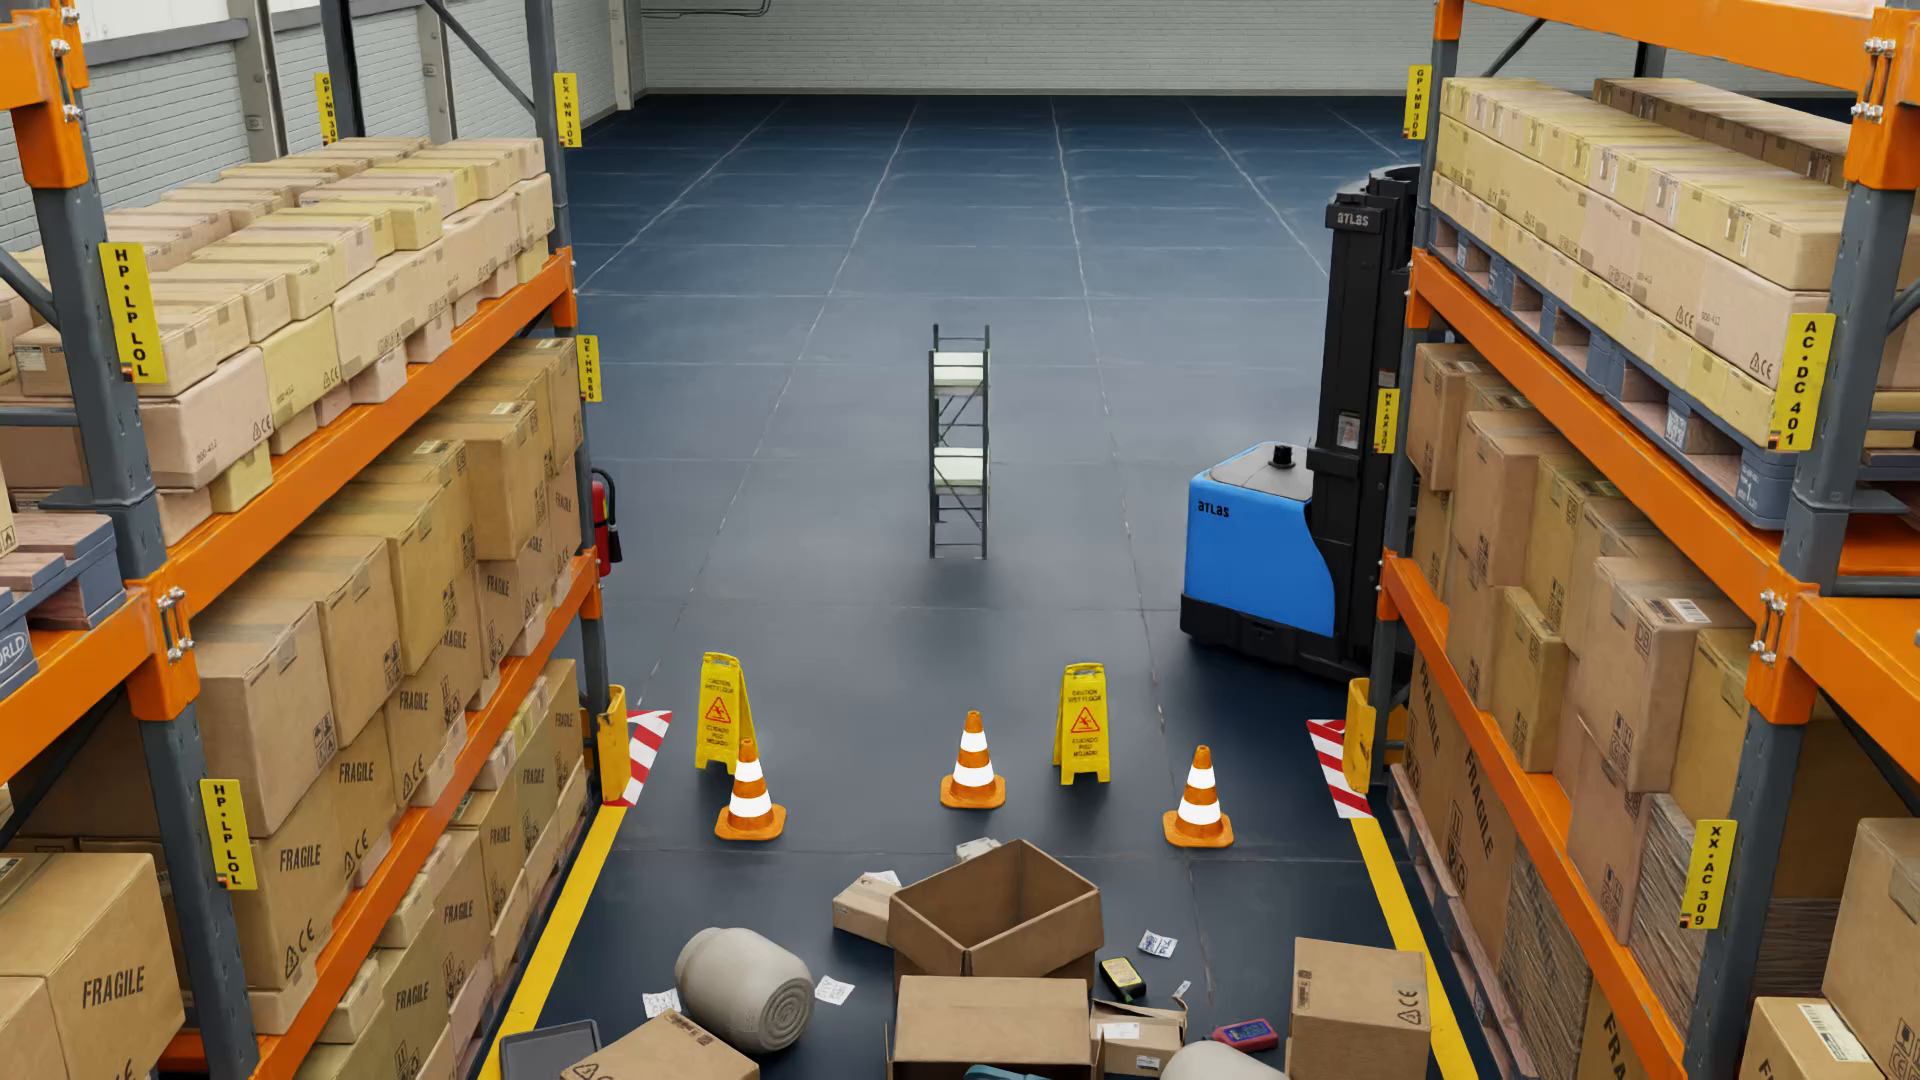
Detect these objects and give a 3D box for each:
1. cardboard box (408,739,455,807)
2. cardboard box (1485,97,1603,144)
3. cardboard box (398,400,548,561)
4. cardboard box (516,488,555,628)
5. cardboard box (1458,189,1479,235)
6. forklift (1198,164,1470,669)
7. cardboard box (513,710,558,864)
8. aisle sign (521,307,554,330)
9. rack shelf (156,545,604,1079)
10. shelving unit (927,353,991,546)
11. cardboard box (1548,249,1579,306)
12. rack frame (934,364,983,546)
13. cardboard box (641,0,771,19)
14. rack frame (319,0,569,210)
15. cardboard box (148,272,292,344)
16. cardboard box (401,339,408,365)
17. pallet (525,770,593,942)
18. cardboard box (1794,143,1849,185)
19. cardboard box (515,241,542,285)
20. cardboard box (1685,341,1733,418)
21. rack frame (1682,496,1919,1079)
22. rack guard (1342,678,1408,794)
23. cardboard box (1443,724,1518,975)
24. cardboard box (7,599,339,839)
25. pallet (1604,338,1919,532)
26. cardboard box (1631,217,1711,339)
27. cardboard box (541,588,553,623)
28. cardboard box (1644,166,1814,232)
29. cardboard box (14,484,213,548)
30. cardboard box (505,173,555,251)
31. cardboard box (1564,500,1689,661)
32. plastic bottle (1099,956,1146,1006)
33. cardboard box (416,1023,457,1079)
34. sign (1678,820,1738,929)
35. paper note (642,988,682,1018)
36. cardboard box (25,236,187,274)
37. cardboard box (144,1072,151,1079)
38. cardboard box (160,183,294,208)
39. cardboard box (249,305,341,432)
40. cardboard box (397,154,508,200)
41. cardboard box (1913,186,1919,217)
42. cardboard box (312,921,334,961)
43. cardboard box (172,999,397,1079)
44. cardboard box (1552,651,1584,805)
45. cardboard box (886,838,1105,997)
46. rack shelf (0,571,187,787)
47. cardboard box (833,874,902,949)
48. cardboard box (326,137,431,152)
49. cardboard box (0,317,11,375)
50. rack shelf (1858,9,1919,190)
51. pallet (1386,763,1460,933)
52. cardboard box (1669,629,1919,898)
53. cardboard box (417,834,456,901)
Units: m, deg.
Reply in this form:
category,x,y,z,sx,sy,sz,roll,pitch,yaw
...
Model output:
category,x,y,z,sx,sy,sz,roll,pitch,yaw
cardboard box,-2.071,0.844,6.053,0.380,0.149,0.250,1,21,2
cardboard box,2.270,-1.632,6.468,0.380,0.149,0.250,1,21,2
cardboard box,-2.061,-0.242,6.574,0.700,0.500,0.500,0,21,1
cardboard box,-2.089,0.049,7.207,0.500,0.500,0.500,1,21,2
cardboard box,2.277,-1.349,6.840,0.380,0.149,0.250,1,21,2
forklift,2.841,-0.549,9.392,3.031,2.935,1.121,16,26,35
cardboard box,-2.104,1.072,7.304,0.500,0.500,0.500,1,21,4
aisle sign,-2.037,-1.377,7.838,0.394,0.787,0.004,1,21,2
rack shelf,-2.389,0.912,6.525,1.077,0.370,4.000,1,21,2
shelving unit,0.000,-0.700,11.759,0.431,1.308,0.731,1,21,2
cardboard box,2.238,-0.893,5.665,0.380,0.149,0.250,1,21,1
rack frame,-0.012,-0.569,11.423,0.380,1.308,0.010,1,21,2
cardboard box,0.030,-6.989,21.893,15.973,2.526,34.102,1,21,2
rack frame,-2.328,-2.943,7.174,1.000,3.000,0.127,1,21,2
cardboard box,-2.118,-0.653,4.663,0.380,0.149,0.250,0,21,0
cardboard box,-2.147,-0.650,5.757,0.380,0.149,0.250,1,21,2
pallet,-2.391,1.475,7.936,1.003,0.211,1.213,1,21,2
cardboard box,2.889,-1.165,5.265,0.380,0.149,0.250,1,21,2
cardboard box,-2.034,-1.205,7.189,0.380,0.149,0.250,1,21,2
cardboard box,2.200,-0.432,4.477,0.380,0.149,0.250,1,21,3
rack frame,2.501,1.318,4.485,1.000,3.000,0.127,1,21,2
rack guard,2.623,1.028,8.687,1.175,0.500,0.348,1,21,2
cardboard box,2.643,1.231,7.067,0.875,0.875,0.875,0,21,1
cardboard box,-2.220,0.492,4.683,0.700,0.500,0.500,0,21,1
pallet,2.536,-0.335,4.721,1.003,0.211,1.213,1,21,2
cardboard box,2.275,-0.755,4.759,0.500,0.250,0.500,1,21,1
cardboard box,-2.052,0.294,7.472,0.380,0.149,0.250,0,21,1
cardboard box,2.217,-0.986,4.802,0.380,0.149,0.250,1,21,3
cardboard box,-2.193,-0.092,4.321,0.380,0.149,0.250,0,21,1
cardboard box,-2.074,-1.425,7.205,0.500,0.250,0.500,0,21,1
cardboard box,2.601,0.218,5.621,0.875,0.550,0.550,1,21,2
plastic bottle,0.706,1.884,7.088,0.133,0.061,0.283,-7,22,-17
cardboard box,-2.157,1.983,5.993,0.500,0.250,0.500,2,21,5
sign,1.946,0.872,4.329,0.100,0.325,0.005,1,21,2
paper note,-1.252,1.941,6.983,0.142,0.019,0.148,-7,22,-17
cardboard box,-2.642,-0.847,5.163,0.380,0.149,0.250,0,21,1
cardboard box,-2.190,1.411,4.014,0.380,0.149,0.250,1,21,2
cardboard box,-2.688,-1.218,6.119,0.380,0.149,0.250,1,21,3
cardboard box,-2.156,-0.510,4.845,0.500,0.250,0.500,0,21,1
cardboard box,-2.079,-1.488,6.816,0.380,0.149,0.250,0,21,1
cardboard box,2.866,-0.889,4.553,0.380,0.149,0.250,0,21,1
cardboard box,-2.164,1.215,5.098,0.380,0.149,0.250,1,21,3
cardboard box,-2.162,1.826,5.359,0.500,0.500,0.500,2,21,4
cardboard box,2.628,0.722,5.815,0.875,0.550,0.550,1,21,2
cardboard box,0.149,1.681,7.002,0.797,0.503,0.637,-16,26,-35
rack shelf,-2.511,0.960,2.255,1.077,0.370,4.000,1,21,2
cardboard box,-0.349,1.679,7.497,0.380,0.149,0.250,13,25,29
cardboard box,-2.543,-1.673,7.292,0.380,0.149,0.250,0,21,1
cardboard box,-2.659,-0.470,4.192,0.380,0.149,0.250,1,21,3
rack shelf,2.440,-0.234,1.739,1.077,0.370,4.000,1,21,2
pallet,2.676,1.462,7.970,1.003,0.211,1.213,1,21,2
cardboard box,2.488,1.329,1.204,0.882,1.673,7.424,0,21,1
cardboard box,-2.079,1.196,6.087,0.380,0.149,0.250,2,21,5
